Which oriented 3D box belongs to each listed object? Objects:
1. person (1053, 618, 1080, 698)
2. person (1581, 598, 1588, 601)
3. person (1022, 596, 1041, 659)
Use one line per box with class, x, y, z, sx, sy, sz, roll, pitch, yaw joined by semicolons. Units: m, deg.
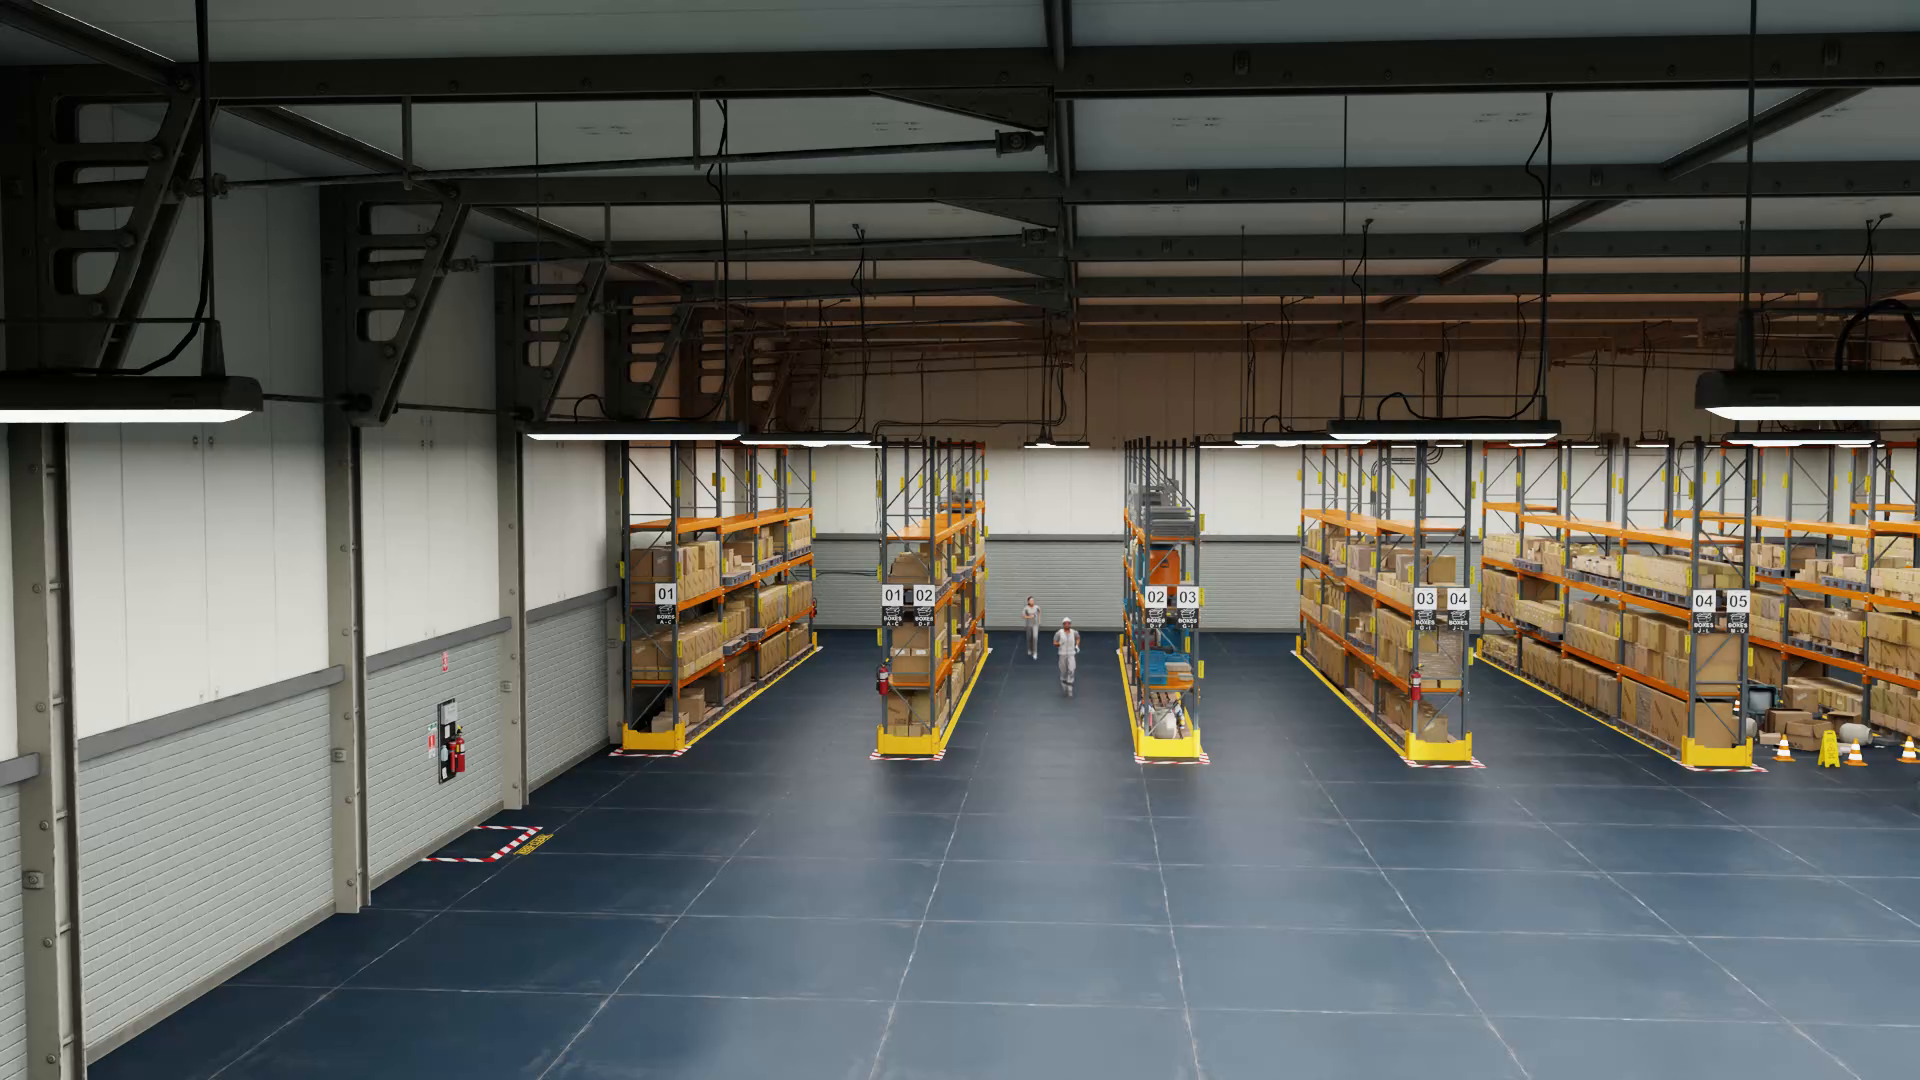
person;2.496;2.725;38.883;0.636;1.821;0.843;0;3;1
person;16.625;2.432;44.246;0.661;1.769;0.993;0;3;0
person;1.974;2.400;46.029;0.553;1.693;0.906;0;3;-1
